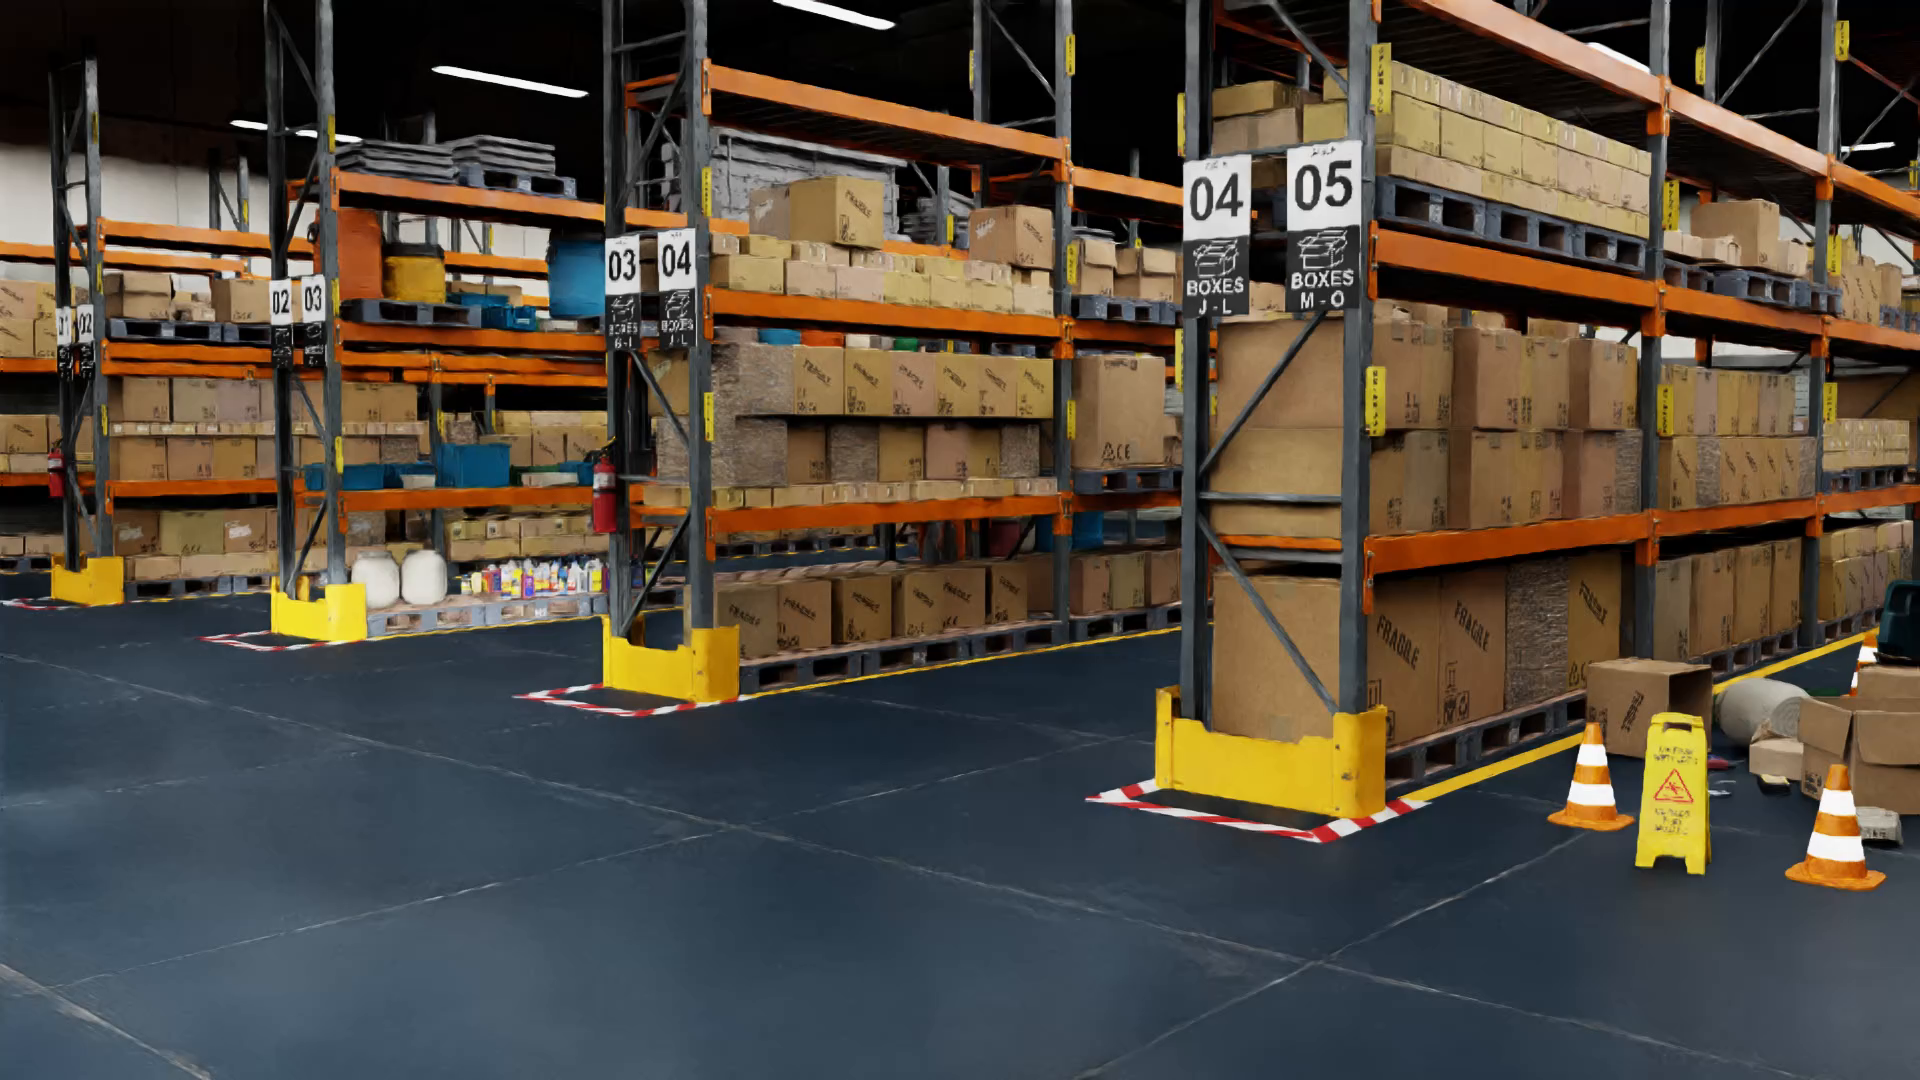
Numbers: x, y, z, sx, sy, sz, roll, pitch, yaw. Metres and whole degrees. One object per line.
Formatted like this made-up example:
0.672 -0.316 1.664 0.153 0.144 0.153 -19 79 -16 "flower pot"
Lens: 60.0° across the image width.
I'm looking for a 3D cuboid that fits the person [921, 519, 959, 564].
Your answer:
-0.177 -0.061 16.507 0.562 1.650 0.475 -1 4 -14 "person"
